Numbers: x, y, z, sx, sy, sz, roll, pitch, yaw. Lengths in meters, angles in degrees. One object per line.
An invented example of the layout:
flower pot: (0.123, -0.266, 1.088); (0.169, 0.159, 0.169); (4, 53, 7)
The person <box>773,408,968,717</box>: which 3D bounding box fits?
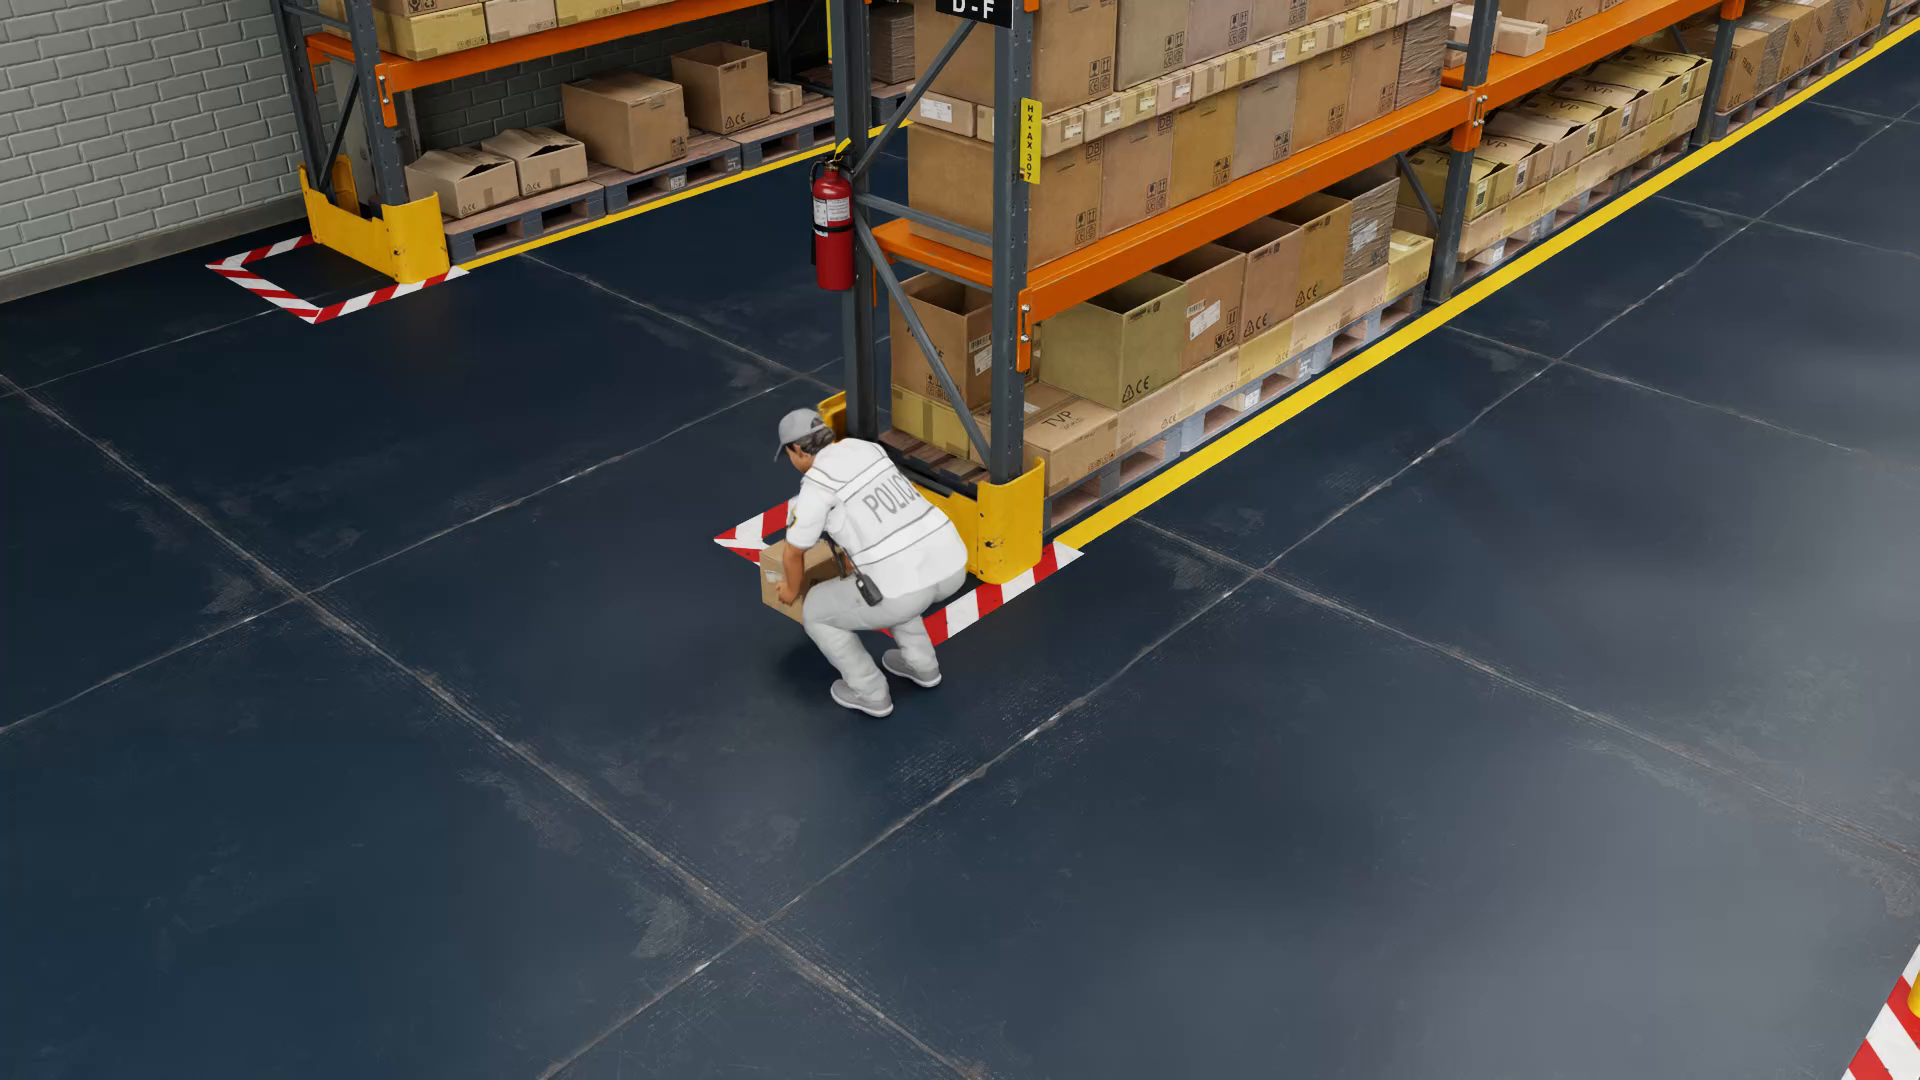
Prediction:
person: (-0.374, 0.095, 6.469); (0.817, 1.158, 0.541); (25, 40, 35)
